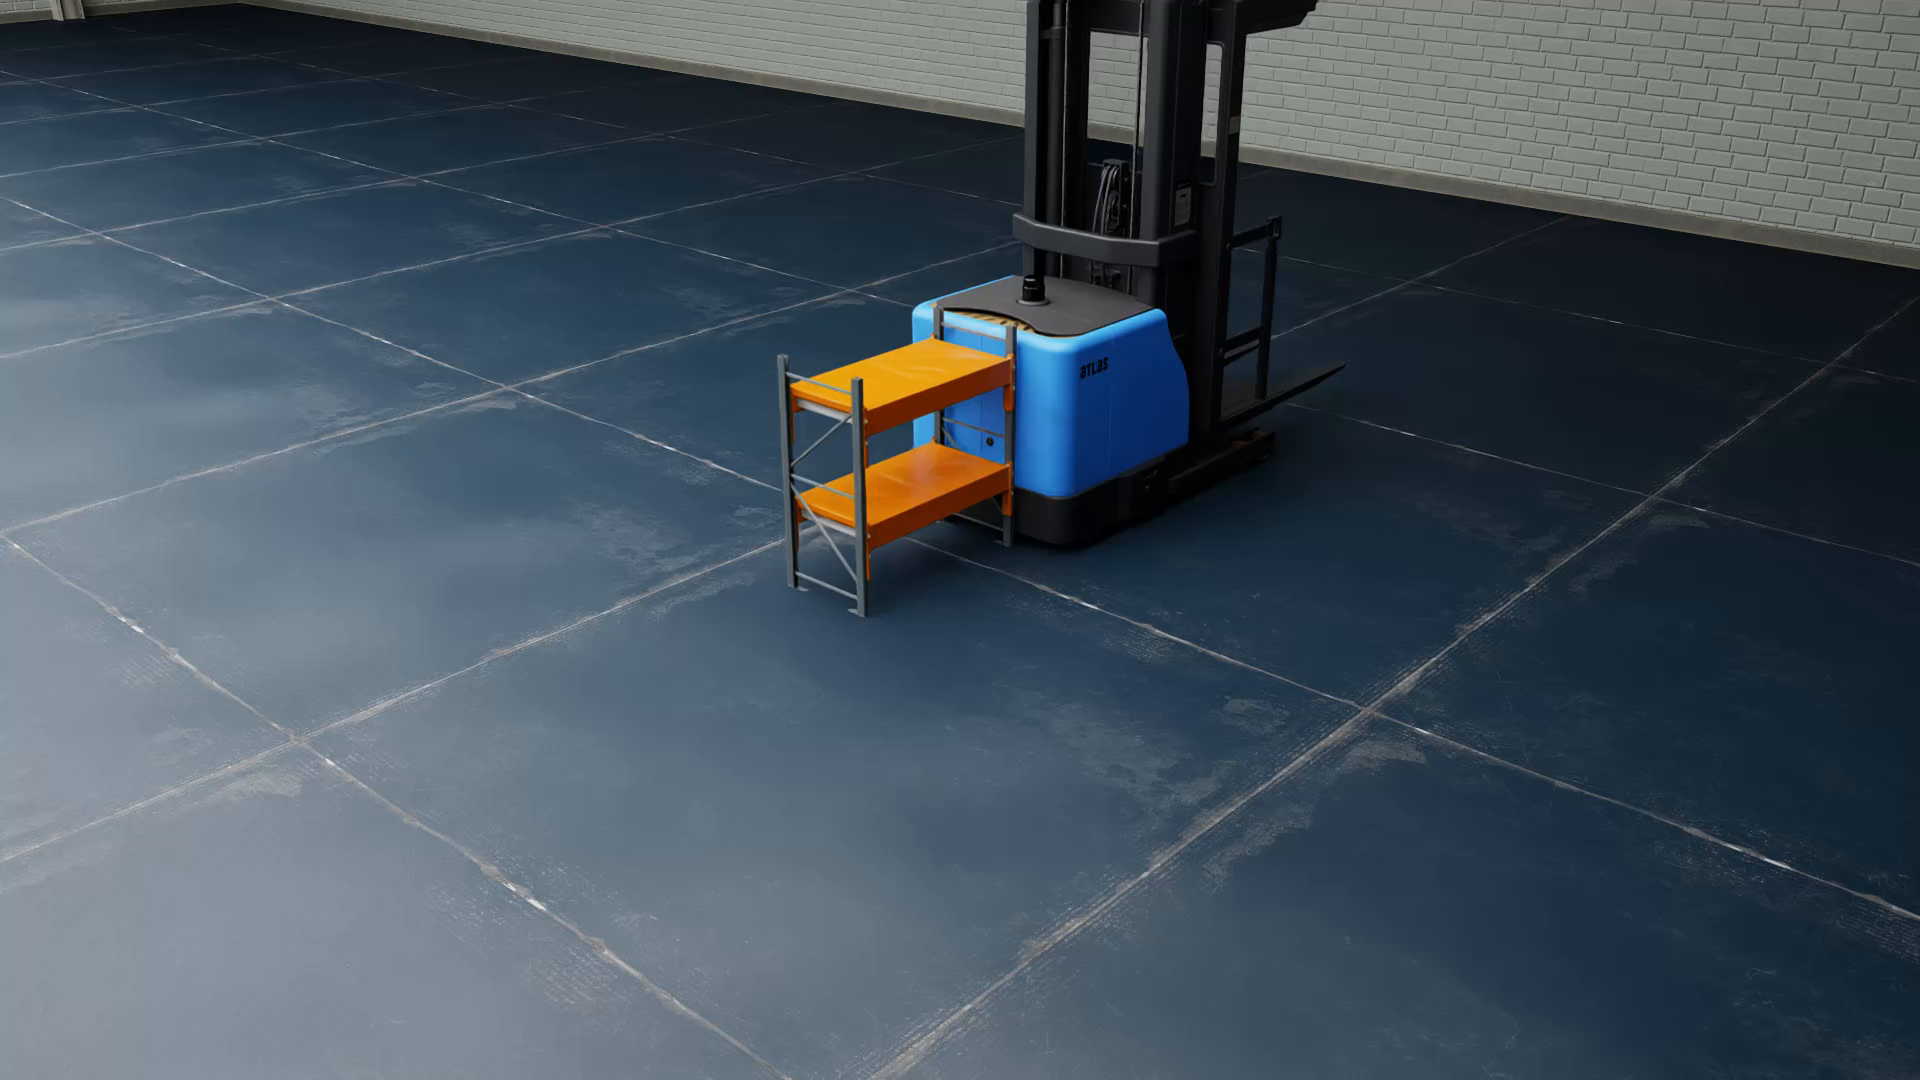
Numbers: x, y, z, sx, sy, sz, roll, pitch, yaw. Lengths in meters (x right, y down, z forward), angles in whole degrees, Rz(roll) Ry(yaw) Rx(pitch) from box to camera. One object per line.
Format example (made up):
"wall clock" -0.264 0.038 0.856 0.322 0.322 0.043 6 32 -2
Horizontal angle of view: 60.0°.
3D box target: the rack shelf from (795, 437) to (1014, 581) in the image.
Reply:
"rack shelf" -0.269 -0.166 7.842 0.538 0.278 1.000 20 31 37

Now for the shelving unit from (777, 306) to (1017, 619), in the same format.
"shelving unit" -0.269 -0.389 7.742 0.538 1.125 1.048 20 31 37

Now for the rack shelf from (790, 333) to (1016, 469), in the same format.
"rack shelf" -0.269 -0.656 7.622 0.538 0.278 1.000 20 31 37

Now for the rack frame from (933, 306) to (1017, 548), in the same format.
"rack frame" 0.068 -0.544 8.089 0.500 1.125 0.032 20 31 37

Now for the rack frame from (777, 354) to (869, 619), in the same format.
"rack frame" -0.606 -0.233 7.395 0.500 1.125 0.032 20 31 37

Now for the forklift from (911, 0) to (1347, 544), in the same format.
"forklift" 1.100 -1.839 8.769 1.130 2.935 3.031 20 31 37

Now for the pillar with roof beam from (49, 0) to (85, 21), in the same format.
"pillar with roof beam" -11.491 -11.531 22.969 9.100 9.000 0.400 20 31 38
